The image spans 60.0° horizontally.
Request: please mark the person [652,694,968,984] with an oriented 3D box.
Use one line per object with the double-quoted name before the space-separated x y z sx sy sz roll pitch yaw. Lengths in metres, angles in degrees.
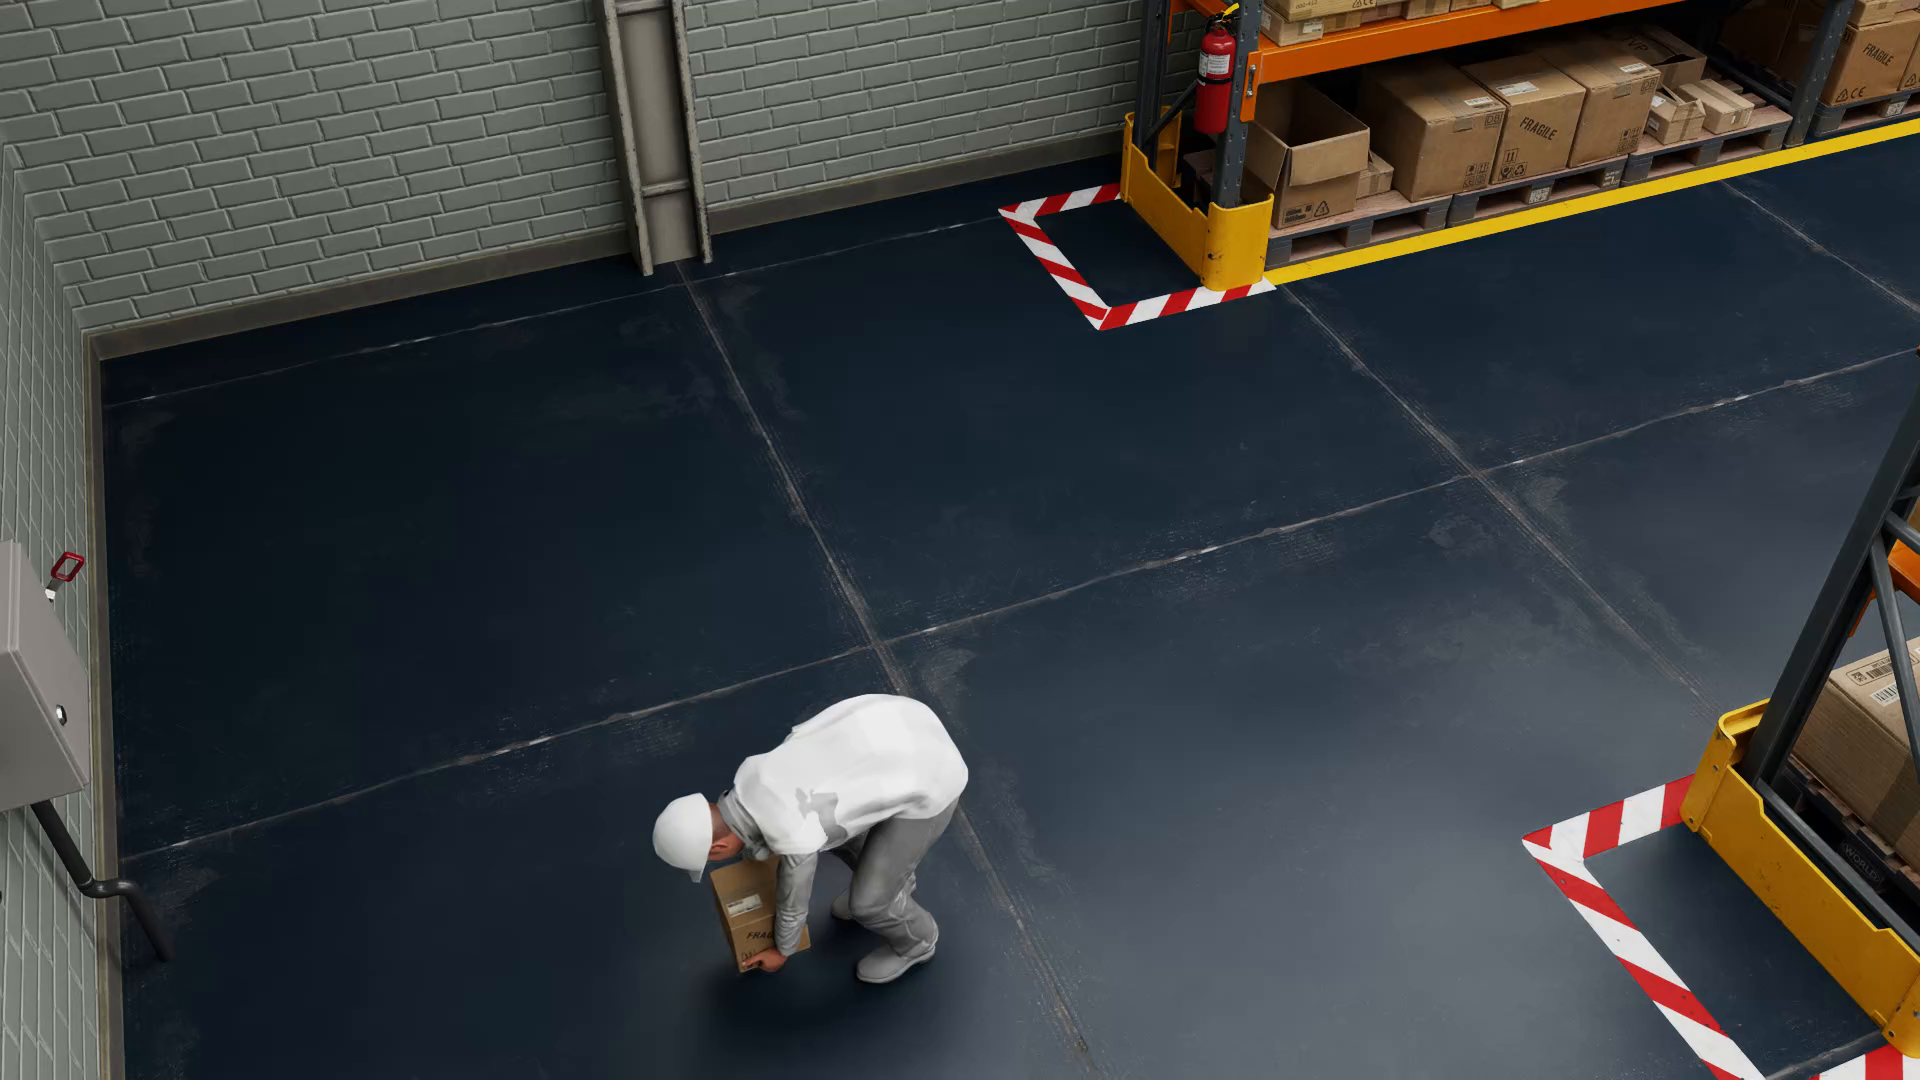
"person" -0.477 1.049 5.469 1.013 1.089 0.481 -17 44 -18
